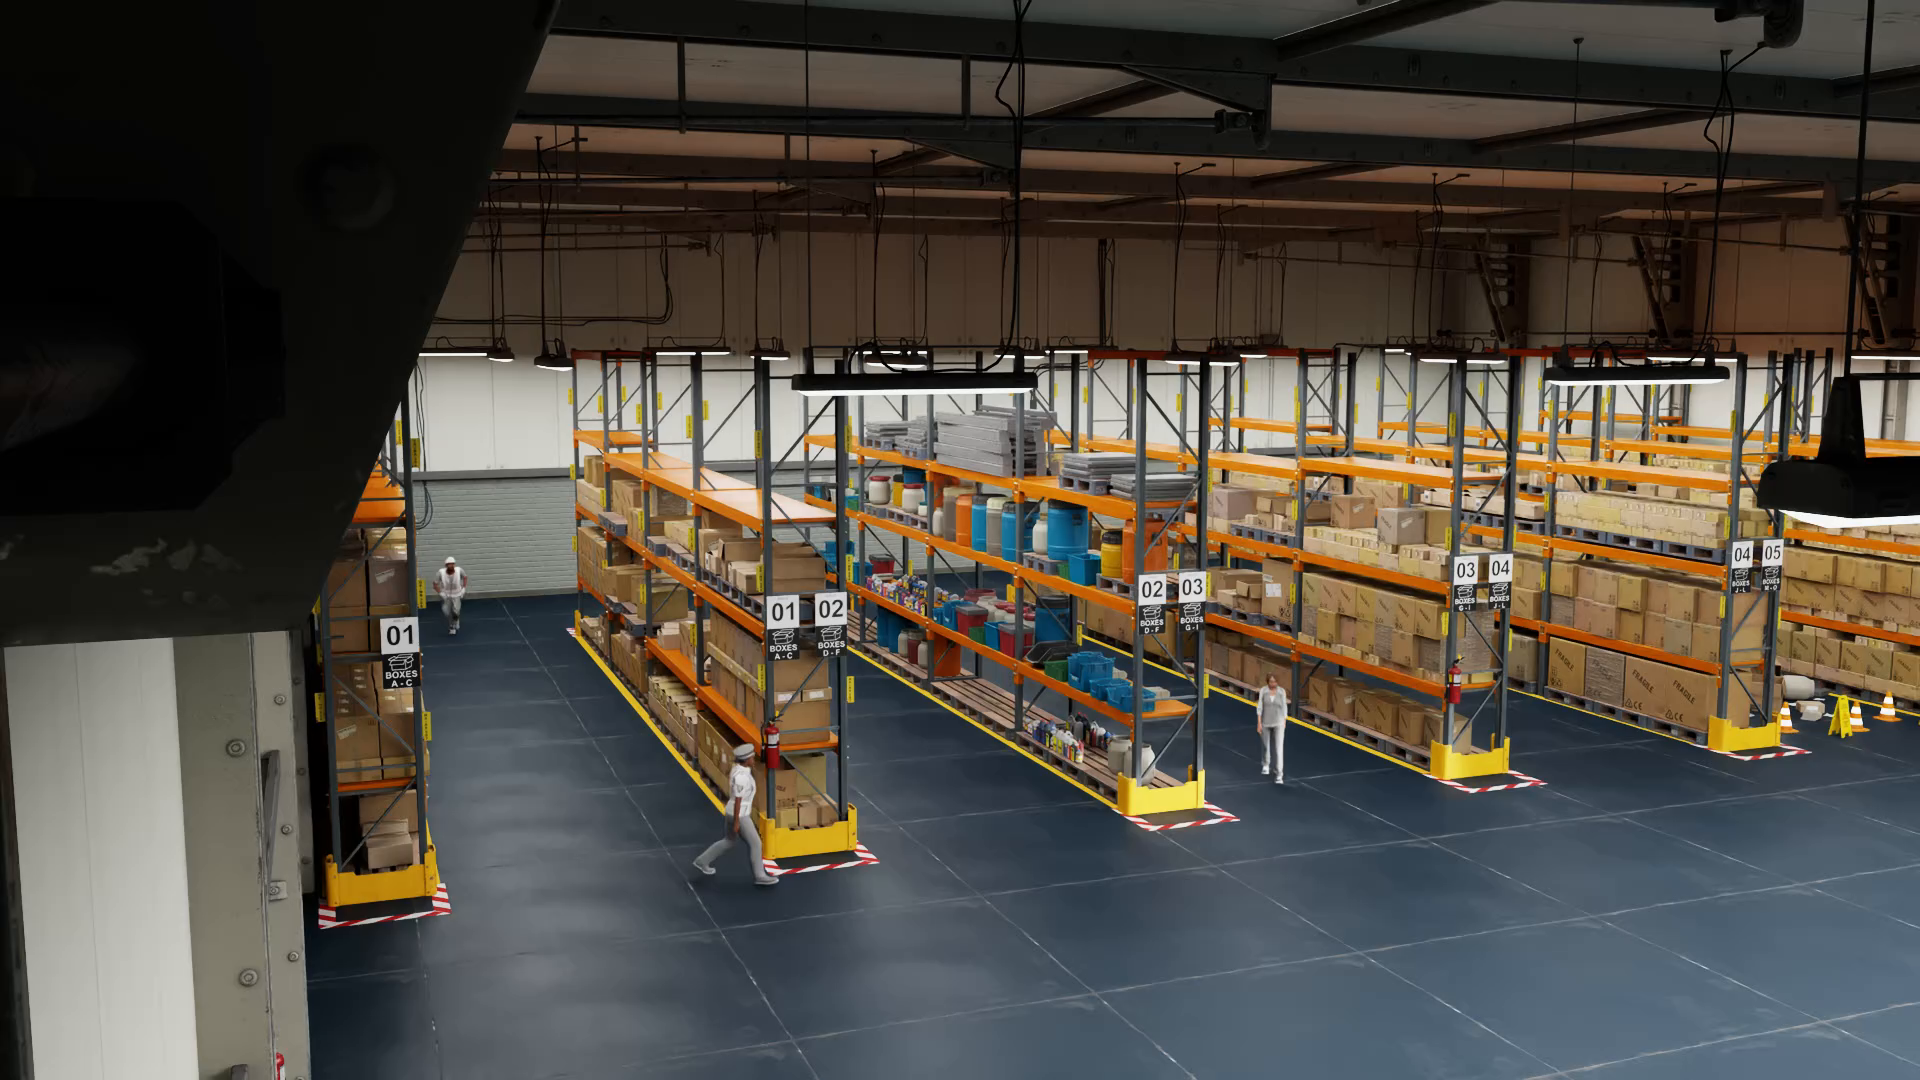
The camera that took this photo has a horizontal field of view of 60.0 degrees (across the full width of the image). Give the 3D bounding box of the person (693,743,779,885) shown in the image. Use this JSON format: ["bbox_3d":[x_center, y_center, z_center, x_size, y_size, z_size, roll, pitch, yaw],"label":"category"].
[{"bbox_3d":[-2.595,3.146,19.141,1.021,1.620,0.456,0,7,1],"label":"person"}]

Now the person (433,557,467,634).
[{"bbox_3d":[-10.688,1.168,34.891,0.676,1.680,0.657,-2,7,-13],"label":"person"}]

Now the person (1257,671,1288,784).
[{"bbox_3d":[4.424,2.650,23.571,0.426,1.518,0.817,2,7,18],"label":"person"}]

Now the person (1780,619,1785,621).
[{"bbox_3d":[17.180,1.298,34.214,0.447,1.683,0.612,-4,8,-31],"label":"person"}]
